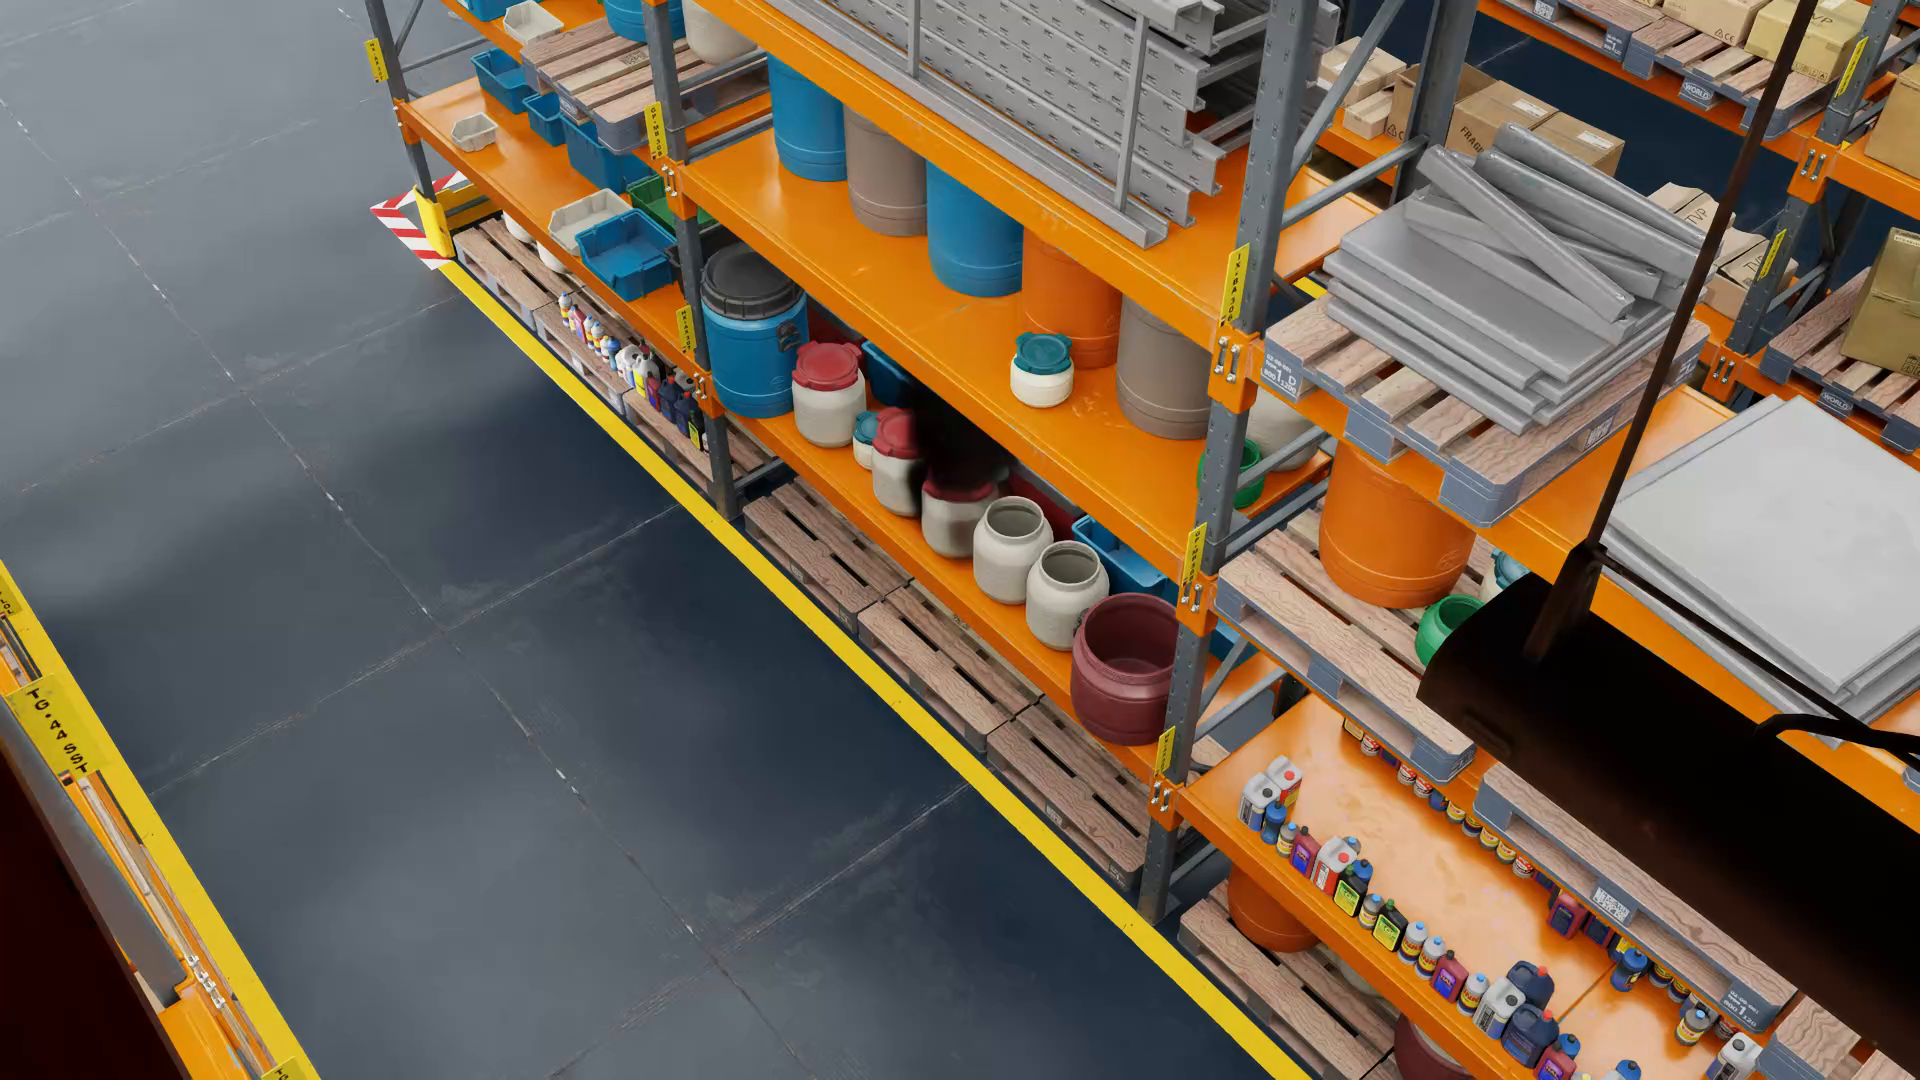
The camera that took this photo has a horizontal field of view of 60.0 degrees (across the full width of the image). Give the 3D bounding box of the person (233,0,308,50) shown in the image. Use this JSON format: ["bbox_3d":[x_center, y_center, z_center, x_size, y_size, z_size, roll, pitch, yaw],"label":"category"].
[{"bbox_3d":[-6.233,-5.124,14.725,0.630,1.619,0.580,-13,48,-12],"label":"person"}]
